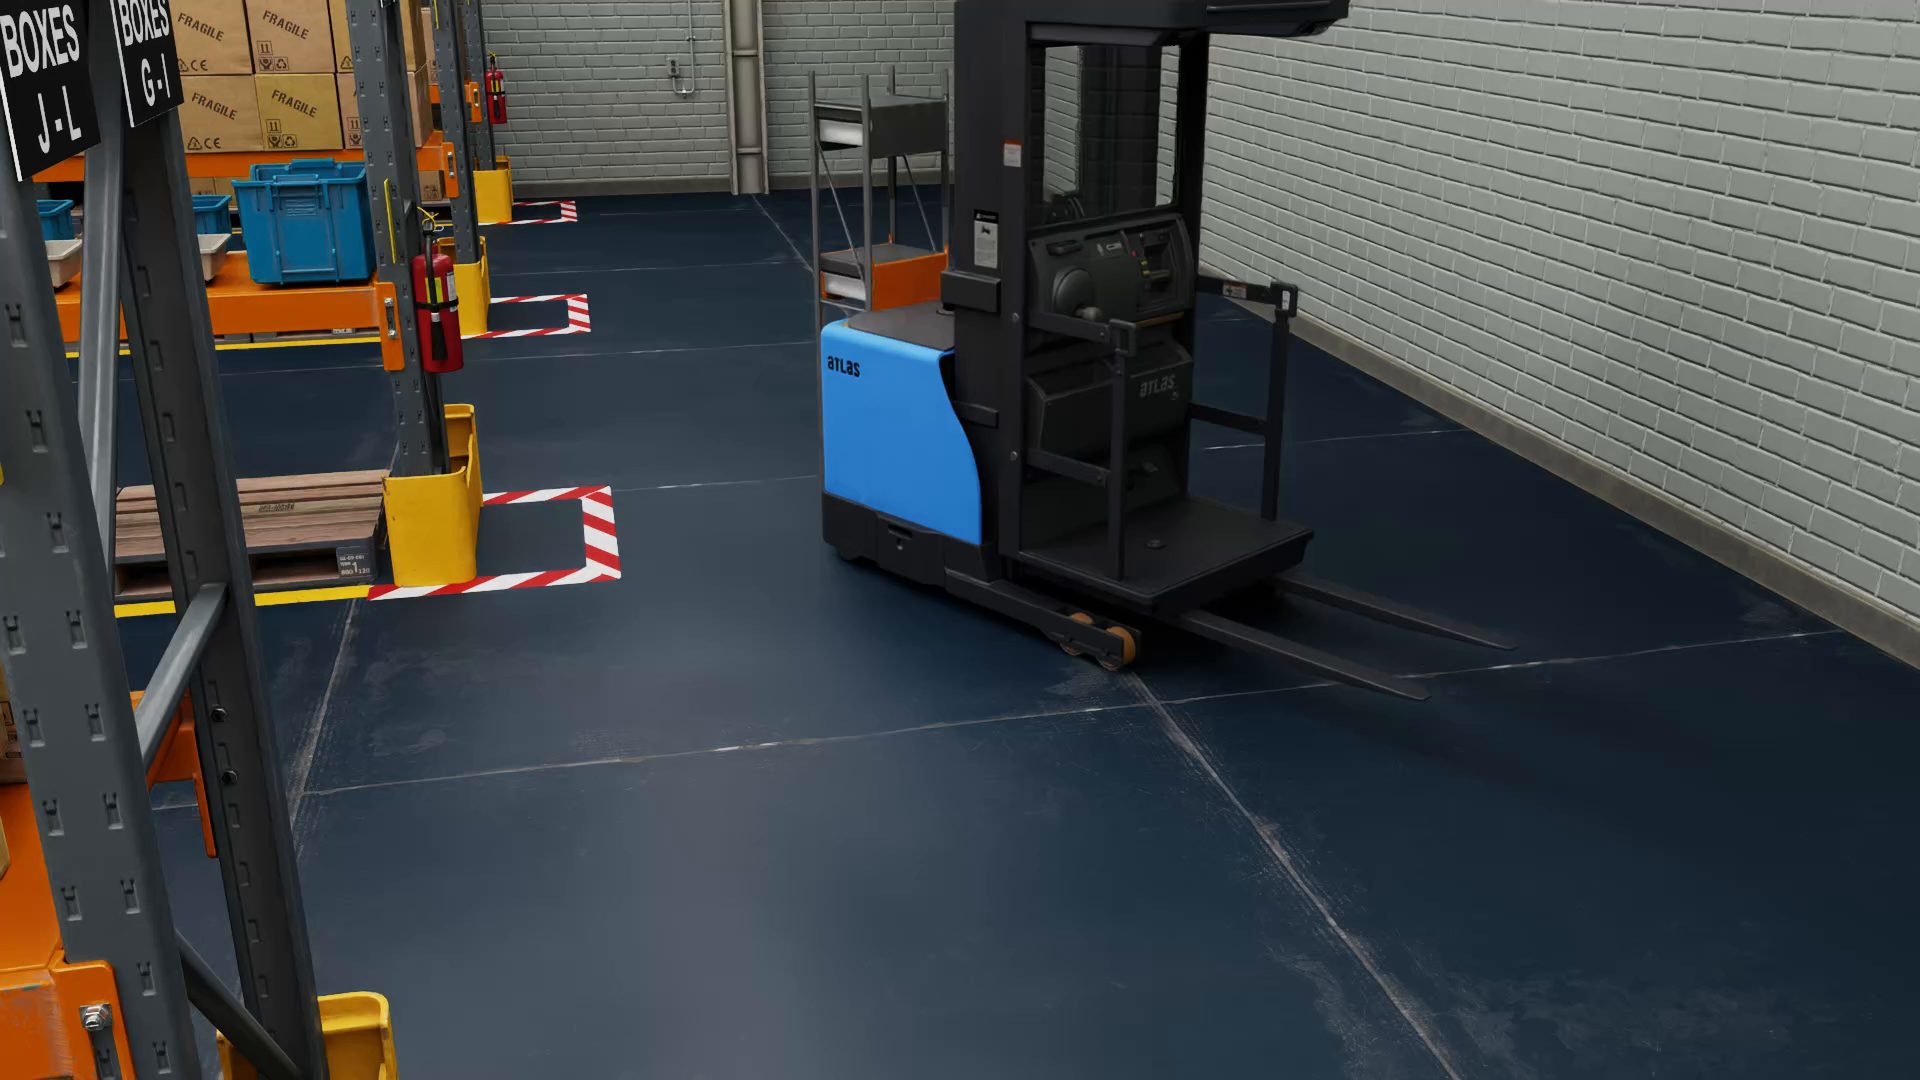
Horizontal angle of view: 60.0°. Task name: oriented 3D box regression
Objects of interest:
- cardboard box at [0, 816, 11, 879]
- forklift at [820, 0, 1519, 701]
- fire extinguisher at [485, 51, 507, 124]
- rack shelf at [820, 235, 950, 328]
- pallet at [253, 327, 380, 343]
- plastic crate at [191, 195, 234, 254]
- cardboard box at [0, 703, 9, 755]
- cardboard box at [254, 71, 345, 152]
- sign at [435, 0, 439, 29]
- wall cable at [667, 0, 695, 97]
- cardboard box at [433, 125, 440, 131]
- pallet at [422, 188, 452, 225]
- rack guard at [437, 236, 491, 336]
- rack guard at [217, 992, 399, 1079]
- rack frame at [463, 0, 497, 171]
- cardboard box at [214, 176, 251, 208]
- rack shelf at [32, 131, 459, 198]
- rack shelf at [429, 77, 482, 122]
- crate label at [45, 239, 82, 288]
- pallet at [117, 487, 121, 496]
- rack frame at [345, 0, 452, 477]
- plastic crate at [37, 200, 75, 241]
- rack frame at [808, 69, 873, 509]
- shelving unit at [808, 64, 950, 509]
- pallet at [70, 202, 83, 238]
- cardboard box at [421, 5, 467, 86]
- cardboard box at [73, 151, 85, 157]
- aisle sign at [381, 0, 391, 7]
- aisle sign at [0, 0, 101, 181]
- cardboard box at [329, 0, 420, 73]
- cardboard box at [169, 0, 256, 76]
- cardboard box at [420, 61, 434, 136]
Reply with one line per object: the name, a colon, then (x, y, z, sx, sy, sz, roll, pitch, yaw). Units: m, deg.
cardboard box: (-1.582, 0.516, 2.410, 0.250, 0.149, 0.380, -4, 21, -11)
forklift: (0.760, -1.072, 6.481, 1.130, 2.935, 3.031, -19, 27, -41)
fire extinguisher: (-4.478, -4.360, 16.012, 0.183, 0.674, 0.296, -5, 21, -12)
rack shelf: (-0.368, -1.137, 7.905, 0.480, 0.518, 0.431, -19, 27, -41)
pallet: (-4.437, -1.678, 12.088, 1.213, 0.211, 1.003, -5, 21, -12)
plastic crate: (-3.408, -1.386, 7.394, 0.300, 0.233, 0.416, -5, 21, -12)
cardboard box: (-1.722, 0.318, 2.372, 0.500, 0.250, 0.500, -5, 21, -13)
cardboard box: (-4.465, -2.935, 11.320, 0.500, 0.500, 0.500, -4, 21, -12)
sign: (-3.479, -3.561, 11.033, 0.005, 0.325, 0.100, -5, 21, -12)
wall cable: (-3.703, -5.609, 17.290, 1.851, 1.984, 0.084, -5, 21, -12)
cardboard box: (-5.314, -4.030, 16.537, 0.250, 0.149, 0.380, -5, 21, -12)
pallet: (-5.491, -3.316, 16.559, 1.213, 0.211, 1.003, -5, 21, -12)
rack guard: (-3.661, -1.877, 12.211, 0.348, 0.500, 1.175, -5, 21, -12)
rack guard: (-1.288, 1.432, 3.180, 0.348, 0.500, 1.175, -5, 21, -12)
rack frame: (-4.731, -4.714, 16.324, 0.127, 3.000, 1.000, -5, 21, -12)
cardboard box: (-6.883, -3.525, 16.099, 0.500, 0.500, 0.700, -4, 21, -11)
rack shelf: (-5.534, -2.560, 11.489, 4.000, 0.370, 1.077, -5, 21, -12)
rack shelf: (-6.677, -4.218, 16.015, 4.000, 0.370, 1.077, -5, 21, -12)
crate label: (-3.754, -1.129, 6.832, 0.243, 0.136, 0.396, -5, 21, -12)
pallet: (-4.448, 0.059, 7.347, 1.213, 0.211, 1.003, -5, 21, -12)
rack frame: (-2.451, -1.398, 7.271, 0.127, 3.000, 1.000, -5, 21, -12)
plastic crate: (-4.049, -1.334, 7.252, 0.300, 0.233, 0.416, -5, 21, -12)
rack frame: (-0.543, -1.091, 7.740, 0.015, 2.100, 0.400, -19, 27, -41)
shelving unit: (-0.368, -1.150, 7.900, 0.503, 2.100, 0.431, -19, 27, -41)
pallet: (-7.866, -3.122, 16.032, 1.213, 0.211, 1.003, -5, 21, -12)
cardboard box: (-5.225, -4.812, 16.153, 0.700, 0.700, 0.980, -4, 20, -10)
cardboard box: (-5.937, -2.816, 10.997, 0.500, 0.500, 0.500, -5, 21, -13)
aisle sign: (-2.314, -2.527, 6.571, 0.004, 0.787, 0.394, -5, 21, -12)
aisle sign: (-1.173, -0.866, 2.039, 0.004, 0.787, 0.394, -5, 21, -12)
cardboard box: (-3.957, -3.446, 11.261, 0.500, 0.500, 0.500, -5, 21, -13)
cardboard box: (-4.952, -3.363, 11.035, 0.500, 0.500, 0.500, -4, 21, -11)
cardboard box: (-4.080, -3.157, 11.926, 0.500, 0.500, 0.500, -4, 21, -11)
